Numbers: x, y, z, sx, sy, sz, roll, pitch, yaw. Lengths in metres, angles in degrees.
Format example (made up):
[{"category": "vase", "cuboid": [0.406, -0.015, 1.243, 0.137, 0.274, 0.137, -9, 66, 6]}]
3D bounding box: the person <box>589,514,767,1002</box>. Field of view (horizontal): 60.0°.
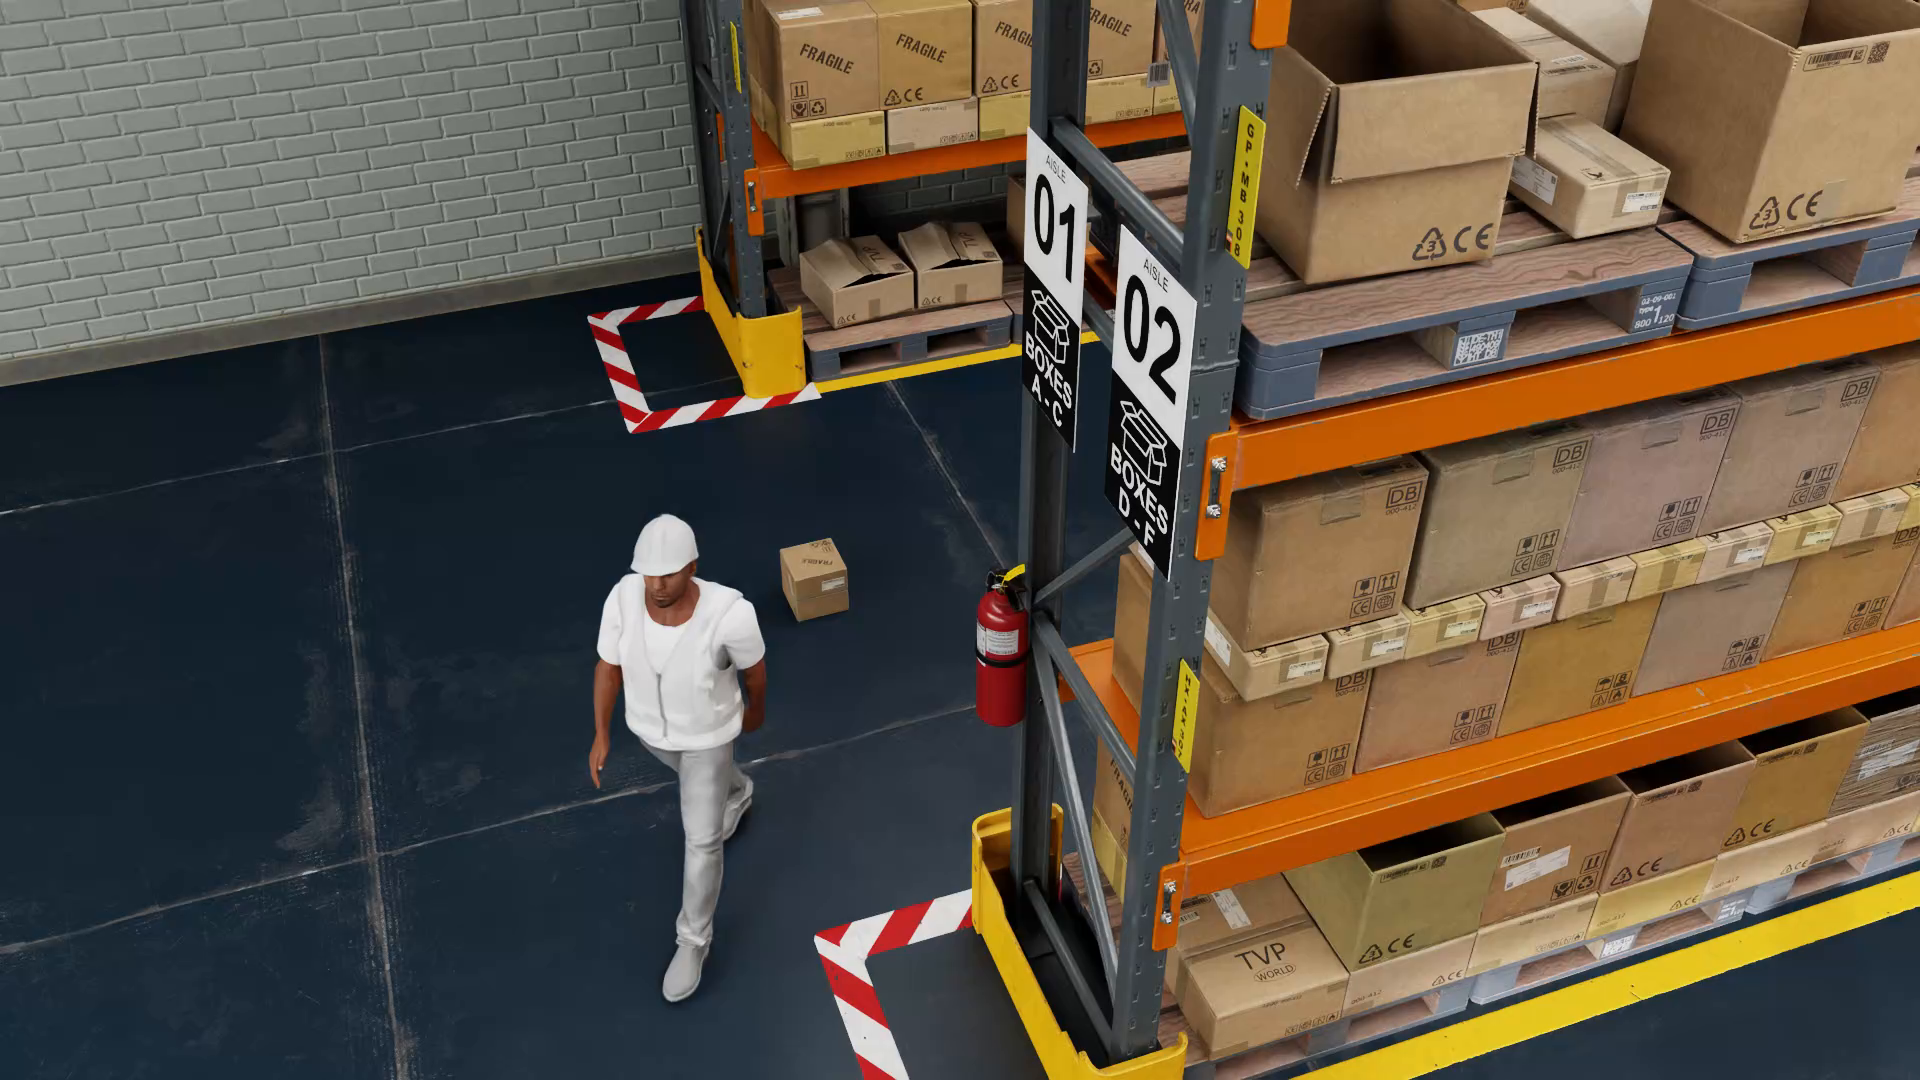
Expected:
[{"category": "person", "cuboid": [-1.009, 0.677, 5.865, 0.564, 1.708, 1.030, 11, 39, 14]}]
